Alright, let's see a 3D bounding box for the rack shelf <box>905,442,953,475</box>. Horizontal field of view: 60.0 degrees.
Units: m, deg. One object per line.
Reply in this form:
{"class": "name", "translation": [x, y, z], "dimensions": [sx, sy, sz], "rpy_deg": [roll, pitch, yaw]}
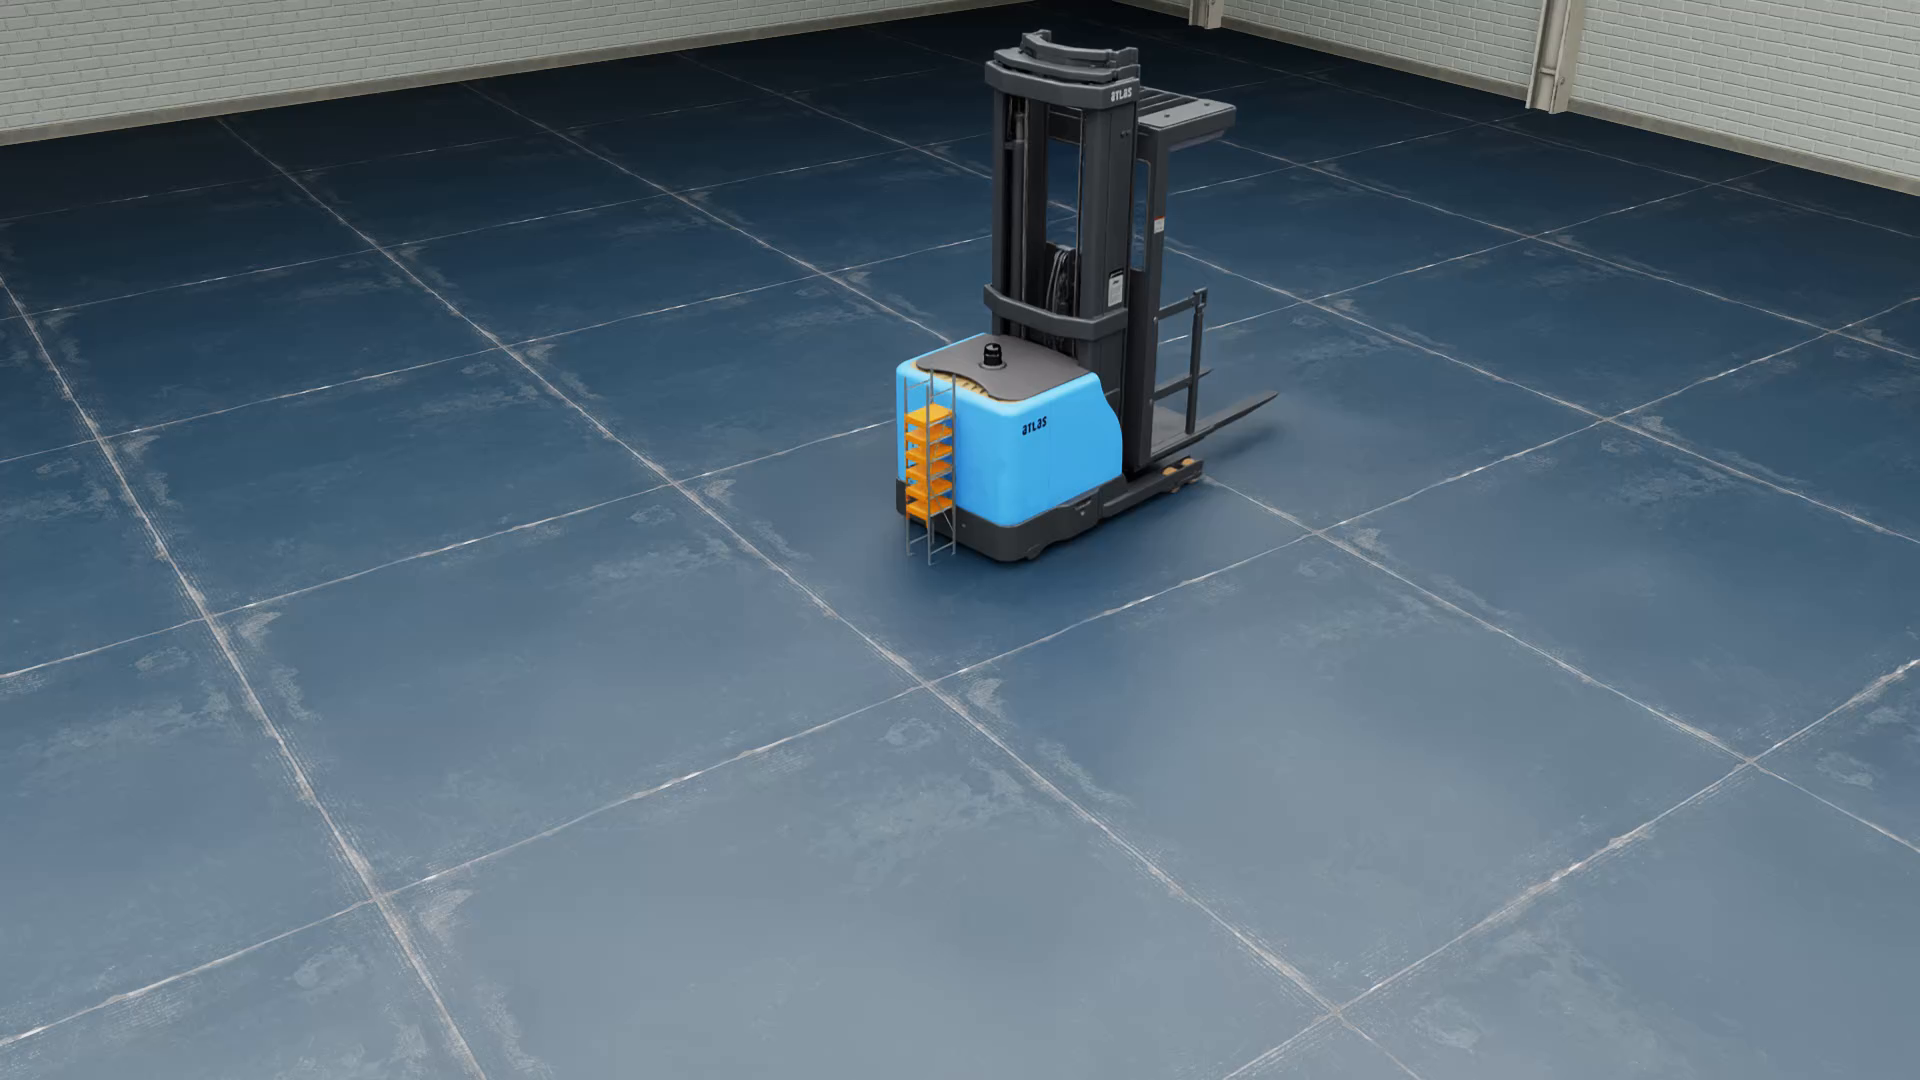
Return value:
{"class": "rack shelf", "translation": [-0.178, -0.502, 9.985], "dimensions": [0.180, 0.103, 0.258], "rpy_deg": [25, 37, 37]}

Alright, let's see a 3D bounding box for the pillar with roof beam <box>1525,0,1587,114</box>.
{"class": "pillar with roof beam", "translation": [3.564, -7.957, 15.700], "dimensions": [9.100, 9.000, 0.400], "rpy_deg": [-19, 34, -31]}

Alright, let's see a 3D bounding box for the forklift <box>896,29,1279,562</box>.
{"class": "forklift", "translation": [0.990, -1.759, 10.644], "dimensions": [3.031, 2.935, 1.130], "rpy_deg": [-25, 37, -38]}

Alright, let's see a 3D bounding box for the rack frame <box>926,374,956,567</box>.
{"class": "rack frame", "translation": [-0.112, -0.405, 9.966], "dimensions": [0.006, 1.200, 0.240], "rpy_deg": [25, 37, 37]}

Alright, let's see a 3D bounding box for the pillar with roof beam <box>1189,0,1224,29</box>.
{"class": "pillar with roof beam", "translation": [0.083, -10.290, 19.995], "dimensions": [9.100, 9.000, 0.400], "rpy_deg": [-19, 34, -31]}

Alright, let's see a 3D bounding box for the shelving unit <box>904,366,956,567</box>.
{"class": "shelving unit", "translation": [-0.178, -0.435, 10.021], "dimensions": [0.189, 1.200, 0.258], "rpy_deg": [25, 37, 37]}

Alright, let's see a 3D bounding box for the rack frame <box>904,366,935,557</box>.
{"class": "rack frame", "translation": [-0.244, -0.466, 10.077], "dimensions": [0.006, 1.200, 0.240], "rpy_deg": [25, 37, 37]}

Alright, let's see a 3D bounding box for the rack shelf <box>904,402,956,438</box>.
{"class": "rack shelf", "translation": [-0.178, -0.713, 9.871], "dimensions": [0.180, 0.103, 0.258], "rpy_deg": [25, 37, 37]}

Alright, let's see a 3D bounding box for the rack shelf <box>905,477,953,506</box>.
{"class": "rack shelf", "translation": [-0.178, -0.291, 10.100], "dimensions": [0.180, 0.103, 0.258], "rpy_deg": [25, 37, 37]}

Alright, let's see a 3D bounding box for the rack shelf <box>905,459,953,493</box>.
{"class": "rack shelf", "translation": [-0.178, -0.396, 10.043], "dimensions": [0.180, 0.103, 0.258], "rpy_deg": [25, 37, 37]}

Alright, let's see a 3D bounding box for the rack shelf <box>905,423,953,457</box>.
{"class": "rack shelf", "translation": [-0.178, -0.607, 9.928], "dimensions": [0.180, 0.103, 0.258], "rpy_deg": [25, 37, 37]}

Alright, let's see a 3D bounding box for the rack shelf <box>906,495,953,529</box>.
{"class": "rack shelf", "translation": [-0.178, -0.186, 10.157], "dimensions": [0.180, 0.103, 0.258], "rpy_deg": [25, 37, 37]}
